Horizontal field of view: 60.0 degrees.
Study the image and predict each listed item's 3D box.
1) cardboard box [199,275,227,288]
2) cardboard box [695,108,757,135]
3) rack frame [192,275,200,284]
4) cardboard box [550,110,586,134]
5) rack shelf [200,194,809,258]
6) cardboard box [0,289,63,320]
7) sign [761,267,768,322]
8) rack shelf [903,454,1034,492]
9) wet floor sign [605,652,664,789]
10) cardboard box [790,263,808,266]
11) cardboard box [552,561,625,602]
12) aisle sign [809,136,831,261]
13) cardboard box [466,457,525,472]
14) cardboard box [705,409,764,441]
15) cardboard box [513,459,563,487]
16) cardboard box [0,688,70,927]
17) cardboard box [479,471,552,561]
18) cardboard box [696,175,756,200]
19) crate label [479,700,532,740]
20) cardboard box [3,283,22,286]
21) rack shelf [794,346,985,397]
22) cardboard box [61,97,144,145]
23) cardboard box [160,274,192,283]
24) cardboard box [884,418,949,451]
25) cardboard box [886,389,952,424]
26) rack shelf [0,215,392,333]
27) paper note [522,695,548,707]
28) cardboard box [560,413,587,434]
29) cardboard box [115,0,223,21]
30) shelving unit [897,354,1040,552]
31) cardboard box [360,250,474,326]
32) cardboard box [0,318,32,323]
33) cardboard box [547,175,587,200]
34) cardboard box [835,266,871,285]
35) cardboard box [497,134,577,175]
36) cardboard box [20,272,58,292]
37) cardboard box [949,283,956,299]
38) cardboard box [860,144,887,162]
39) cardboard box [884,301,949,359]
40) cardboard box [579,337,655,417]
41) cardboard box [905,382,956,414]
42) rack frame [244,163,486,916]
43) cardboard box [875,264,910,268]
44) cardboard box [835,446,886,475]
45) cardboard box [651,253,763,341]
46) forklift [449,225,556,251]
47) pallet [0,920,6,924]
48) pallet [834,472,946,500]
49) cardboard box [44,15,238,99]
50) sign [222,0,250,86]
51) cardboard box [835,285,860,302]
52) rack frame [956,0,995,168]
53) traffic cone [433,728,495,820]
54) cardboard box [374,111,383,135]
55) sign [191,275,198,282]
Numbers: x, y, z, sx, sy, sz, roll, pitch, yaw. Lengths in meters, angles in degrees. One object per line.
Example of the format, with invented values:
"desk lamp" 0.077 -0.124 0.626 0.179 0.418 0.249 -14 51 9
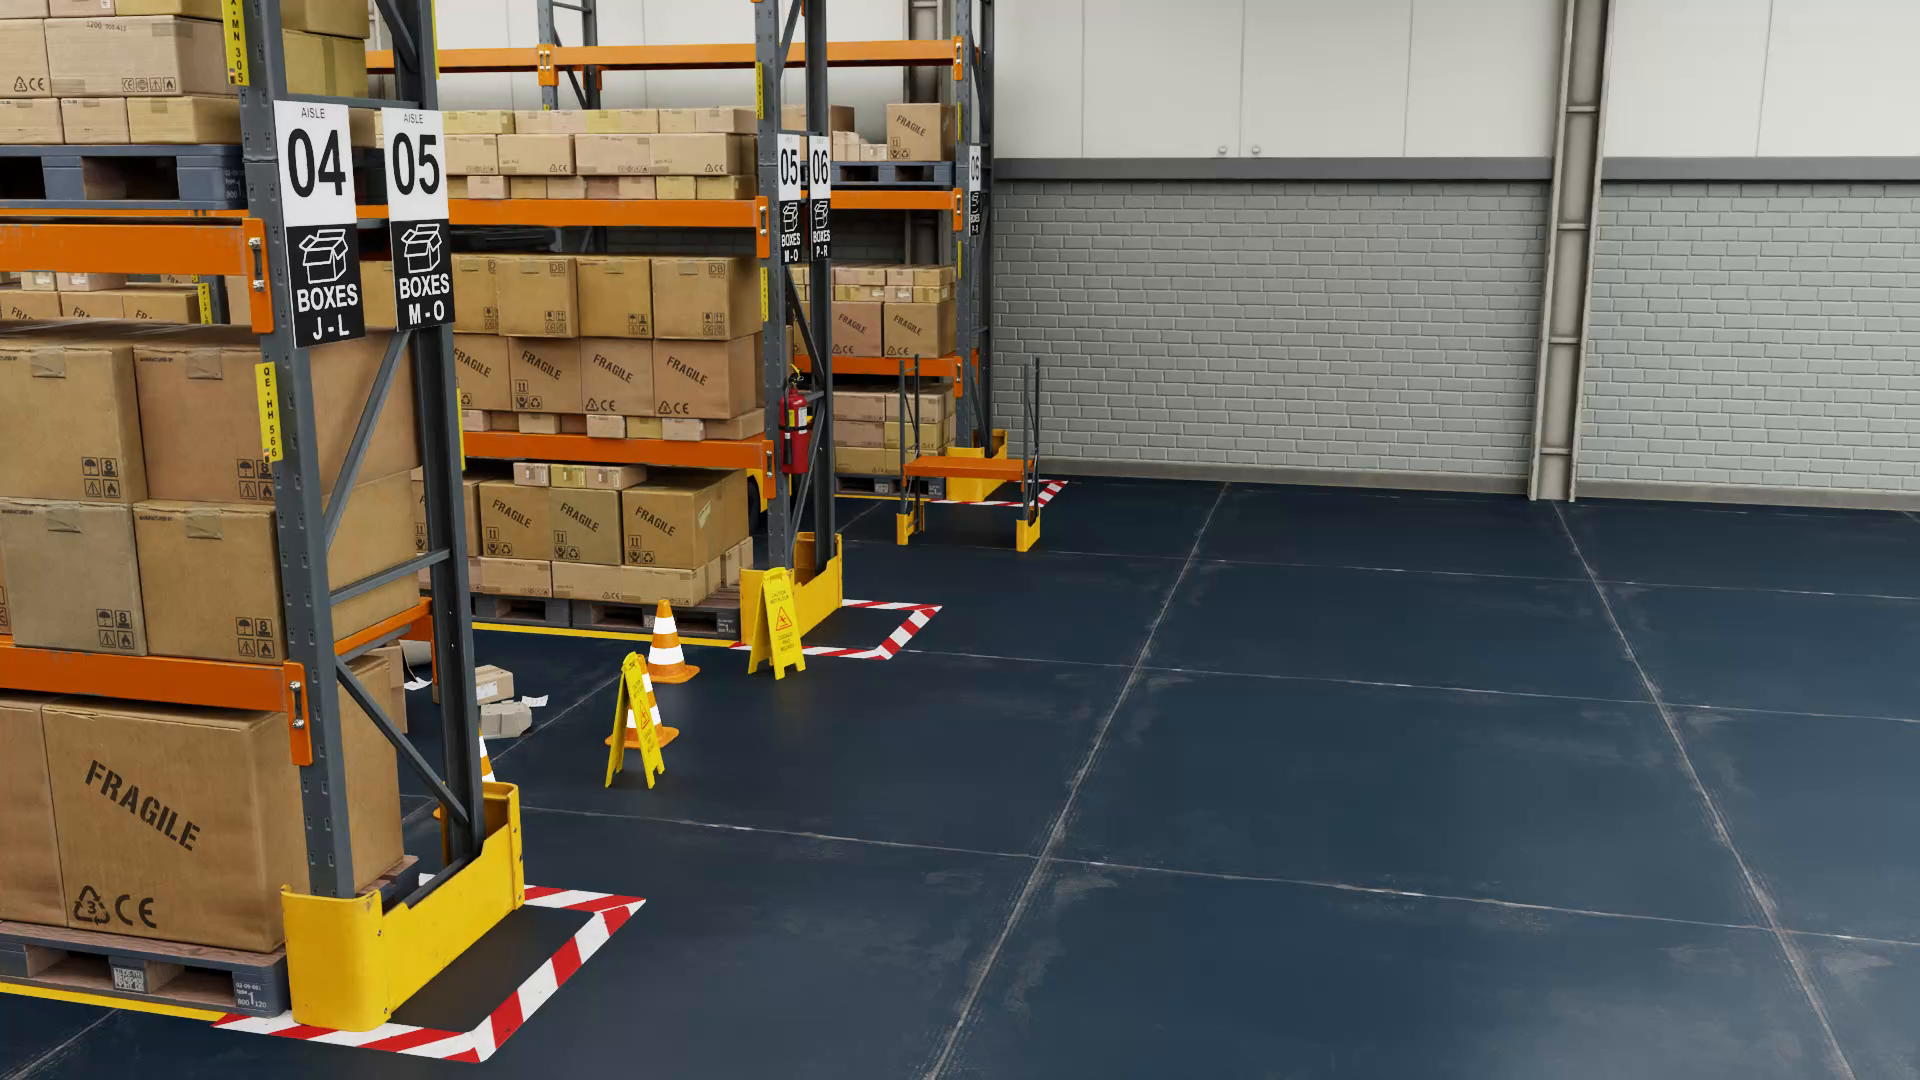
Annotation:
"cardboard box" -5.299 -1.921 12.082 0.250 0.149 0.380 3 13 13
"cardboard box" -1.443 -2.585 10.275 0.250 0.149 0.380 3 13 14
"rack frame" -7.625 -2.358 17.437 0.127 3.000 1.000 3 13 14
"cardboard box" -2.406 -2.654 10.586 0.250 0.149 0.380 3 13 14
"rack shelf" -2.986 -2.116 11.081 4.000 0.370 1.077 3 13 14
"cardboard box" -6.412 -1.535 11.839 0.500 0.500 0.500 4 13 15
"sign" -1.196 -1.503 10.179 0.005 0.325 0.100 3 13 14
"rack shelf" 0.083 -0.552 13.590 1.000 0.185 0.538 3 13 14
"wet floor sign" -1.629 0.882 8.269 0.232 0.644 0.267 1 13 4
"cardboard box" -1.628 -2.602 16.122 0.250 0.149 0.380 3 13 14
"cardboard box" -2.394 0.225 11.175 0.500 0.250 0.500 3 13 14
"aisle sign" -0.910 -2.230 10.858 0.004 0.787 0.394 3 13 14
"cardboard box" -3.299 -0.309 11.847 0.500 0.500 0.500 4 13 17
"cardboard box" -1.458 -0.751 10.772 0.250 0.149 0.380 4 13 15
"cardboard box" -2.755 -0.464 11.048 0.250 0.149 0.380 4 13 16
"cardboard box" -3.661 0.913 6.629 0.875 0.875 0.875 3 13 13
"cardboard box" -2.880 -0.168 11.215 0.500 0.500 0.500 3 13 12
"cardboard box" -1.457 -2.200 10.380 0.250 0.149 0.380 3 13 14
"crate label" -2.485 0.971 9.041 0.298 0.136 0.250 -4 13 -16
"cardboard box" -6.778 -1.669 12.444 0.500 0.500 0.500 3 13 11
"rack shelf" -1.800 -1.695 16.111 4.000 0.370 1.077 3 13 14
"cardboard box" -2.780 -1.407 5.607 0.250 0.149 0.380 3 13 14
"cardboard box" -8.088 -2.671 17.649 0.500 0.500 0.500 4 13 16
"cardboard box" -0.406 -1.009 15.581 0.500 0.250 0.500 3 13 13
"cardboard box" -0.380 -1.252 15.522 0.500 0.250 0.500 4 13 15
"rack shelf" -4.074 -1.070 6.365 4.000 0.370 1.077 3 13 14
"paper note" -2.439 0.920 9.516 0.142 0.019 0.148 -1 13 -6
"cardboard box" -2.447 -0.808 11.031 0.250 0.149 0.380 3 13 14
"cardboard box" -2.540 -1.784 5.461 0.250 0.149 0.380 3 13 14
"shelving unit" 0.074 -0.728 13.553 1.083 1.500 0.587 3 13 14
"cardboard box" -3.581 -1.657 11.052 0.500 0.500 0.700 3 13 12
"cardboard box" -4.096 -0.547 6.436 0.500 0.550 0.875 3 13 14
"cardboard box" -2.440 -2.257 10.638 0.250 0.149 0.380 3 13 13
"cardboard box" -0.988 -2.471 15.529 0.250 0.149 0.380 3 13 14
"cardboard box" -2.598 -2.457 10.619 0.500 0.250 0.500 3 13 15
"cardboard box" -6.374 -1.841 11.721 0.250 0.149 0.380 2 13 11
"cardboard box" -0.125 -2.380 15.810 0.250 0.149 0.380 3 13 12
"cardboard box" -0.736 -3.518 15.117 0.250 0.149 0.380 3 13 12
"cardboard box" -0.399 -1.962 15.421 0.500 0.500 0.500 3 13 12
"cardboard box" -2.122 -1.090 10.804 0.500 0.500 0.500 3 13 14
"cardboard box" -0.280 -1.358 16.001 0.500 0.250 0.500 3 13 13
"rack frame" -2.132 0.147 6.144 0.127 3.000 1.000 3 13 14
"cardboard box" -0.639 -2.547 15.875 0.250 0.149 0.380 3 13 15
"cardboard box" -0.871 -0.791 15.753 0.500 0.250 0.500 3 13 14
"cardboard box" -1.592 -1.562 10.621 0.500 0.500 0.700 3 13 12
"forklift" -4.038 -1.550 13.953 3.031 2.935 1.130 6 14 25
"pallet" -4.108 1.420 6.847 1.213 0.211 1.003 3 13 14
"pallet" -0.611 -0.612 16.007 1.213 0.211 1.003 3 13 14
"cardboard box" -2.674 -1.610 5.597 0.500 0.250 0.500 3 13 14
"sign" -2.275 -1.597 5.221 0.005 0.325 0.100 3 13 14
"cardboard box" -0.992 -2.316 15.519 0.250 0.149 0.380 3 13 13
"rack frame" 0.142 -4.872 14.916 0.127 3.000 1.000 3 13 14
"traffic cone" -2.307 1.060 7.889 0.334 0.463 0.336 3 13 14
"cardboard box" -3.685 -2.708 10.828 0.250 0.149 0.380 3 13 12
"sign" -7.746 -2.770 16.803 0.005 0.325 0.100 3 13 14
